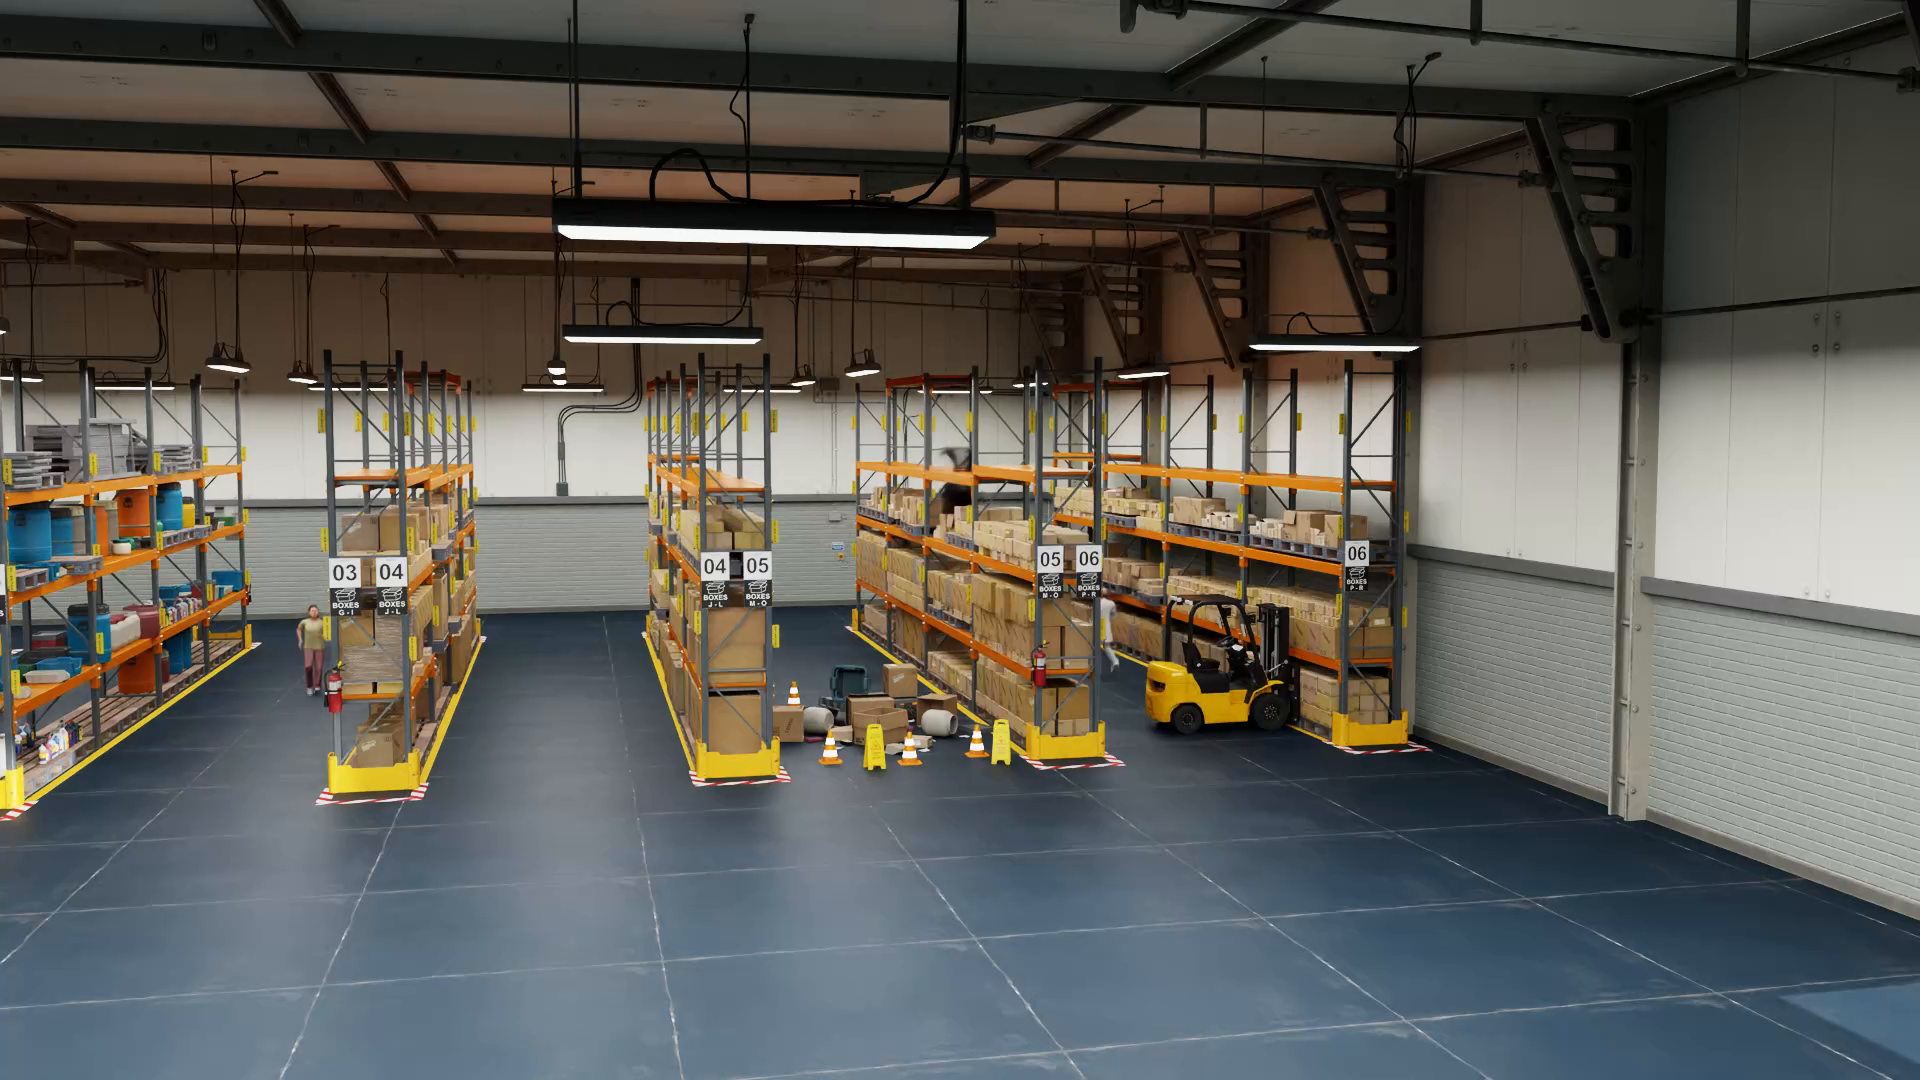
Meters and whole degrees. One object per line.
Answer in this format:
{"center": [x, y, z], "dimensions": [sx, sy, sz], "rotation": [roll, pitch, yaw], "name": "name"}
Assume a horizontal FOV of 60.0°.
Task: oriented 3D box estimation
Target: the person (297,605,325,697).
{"center": [-11.921, 2.034, 30.665], "dimensions": [0.564, 1.687, 0.672], "rotation": [-1, 4, -20], "name": "person"}

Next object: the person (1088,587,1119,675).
{"center": [2.804, 1.802, 32.850], "dimensions": [0.695, 1.751, 1.063], "rotation": [-2, 4, -24], "name": "person"}
